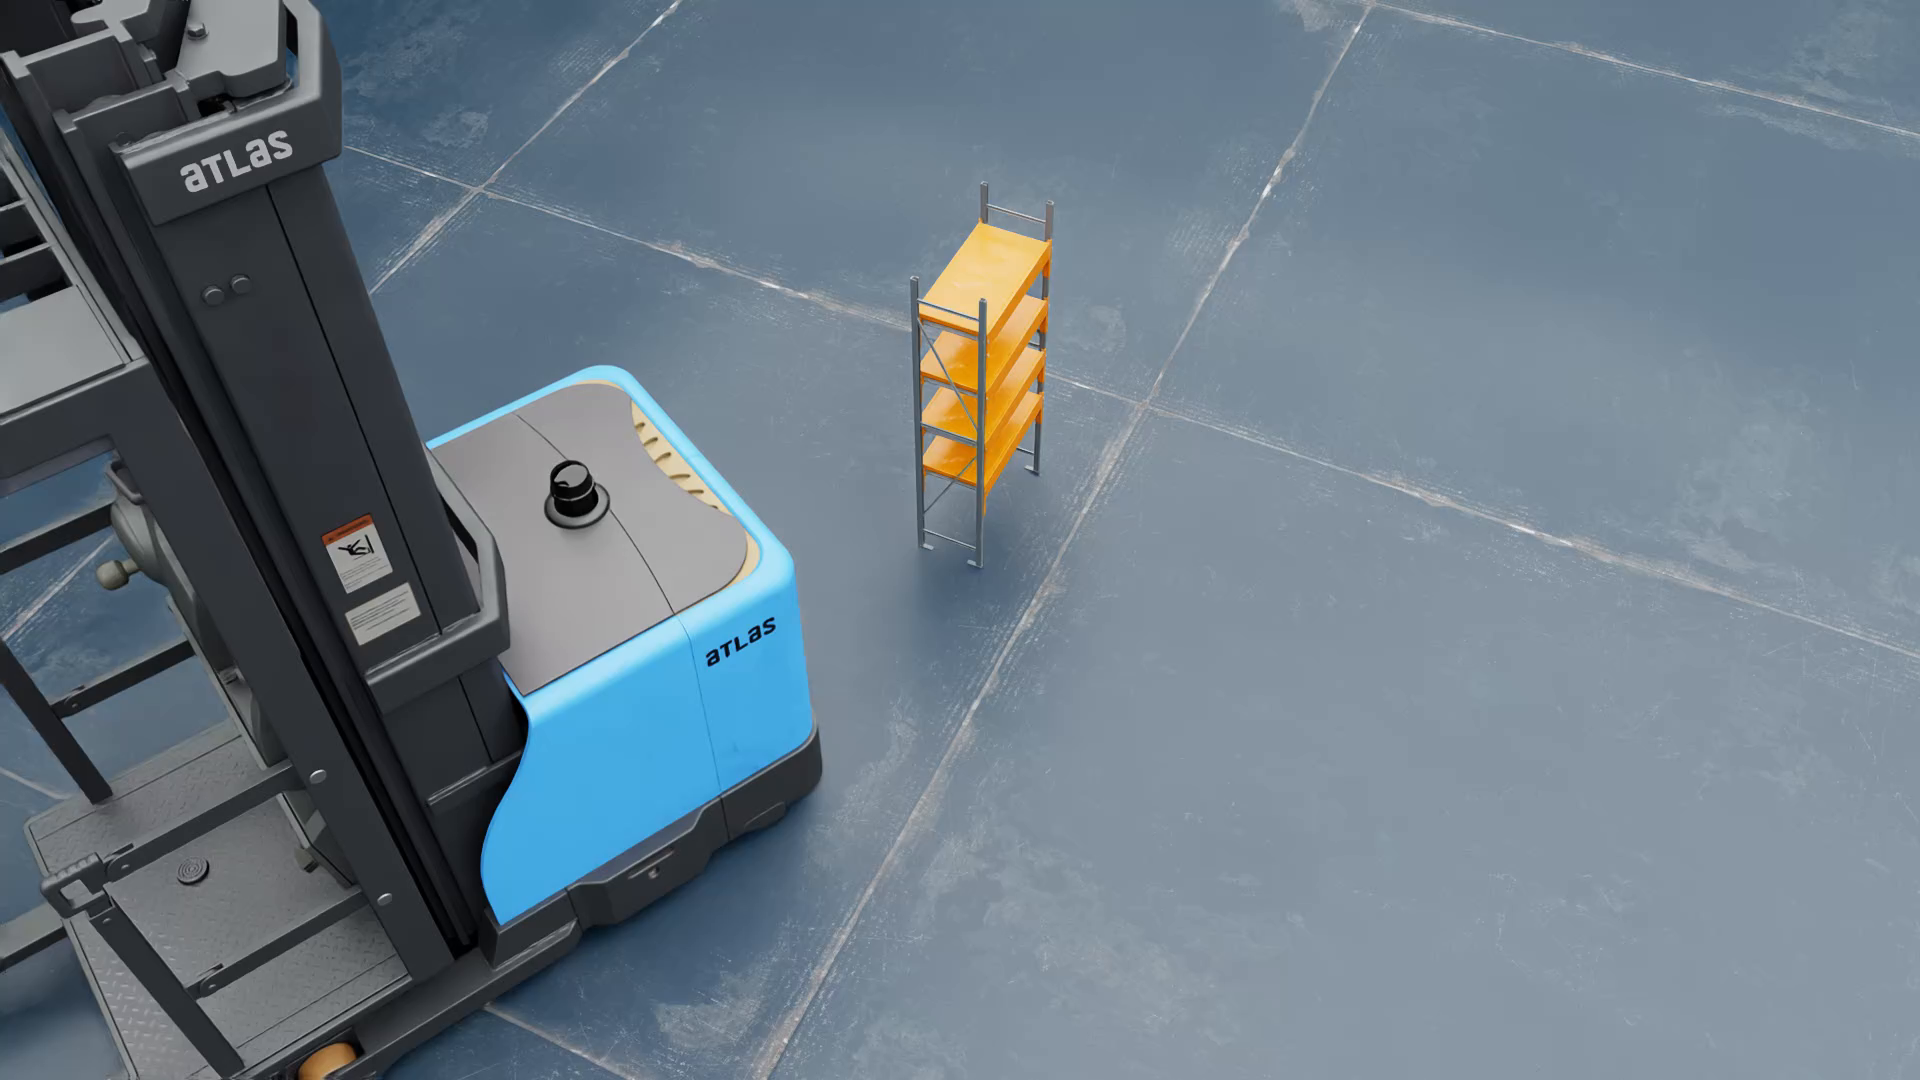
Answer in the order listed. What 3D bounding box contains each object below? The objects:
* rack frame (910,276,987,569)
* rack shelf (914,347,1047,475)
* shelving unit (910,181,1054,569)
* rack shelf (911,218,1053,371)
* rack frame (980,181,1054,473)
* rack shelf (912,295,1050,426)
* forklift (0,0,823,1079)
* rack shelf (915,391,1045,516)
[{"bbox_3d":[-0.034,-0.335,5.247,0.240,1.200,0.015,20,52,16],"label":"rack frame"},{"bbox_3d":[0.071,-0.459,5.441,0.258,0.148,0.480,20,52,16],"label":"rack shelf"},{"bbox_3d":[0.071,-0.503,5.390,0.258,1.200,0.503,20,52,16],"label":"shelving unit"},{"bbox_3d":[0.071,-0.757,5.091,0.258,0.148,0.480,20,52,16],"label":"rack shelf"},{"bbox_3d":[0.175,-0.671,5.533,0.240,1.200,0.015,20,52,16],"label":"rack frame"},{"bbox_3d":[0.071,-0.604,5.271,0.258,0.148,0.480,20,52,16],"label":"rack shelf"},{"bbox_3d":[-1.902,0.182,3.671,3.031,2.935,1.130,-30,56,-23],"label":"forklift"},{"bbox_3d":[0.071,-0.331,5.592,0.258,0.148,0.480,20,52,16],"label":"rack shelf"}]
